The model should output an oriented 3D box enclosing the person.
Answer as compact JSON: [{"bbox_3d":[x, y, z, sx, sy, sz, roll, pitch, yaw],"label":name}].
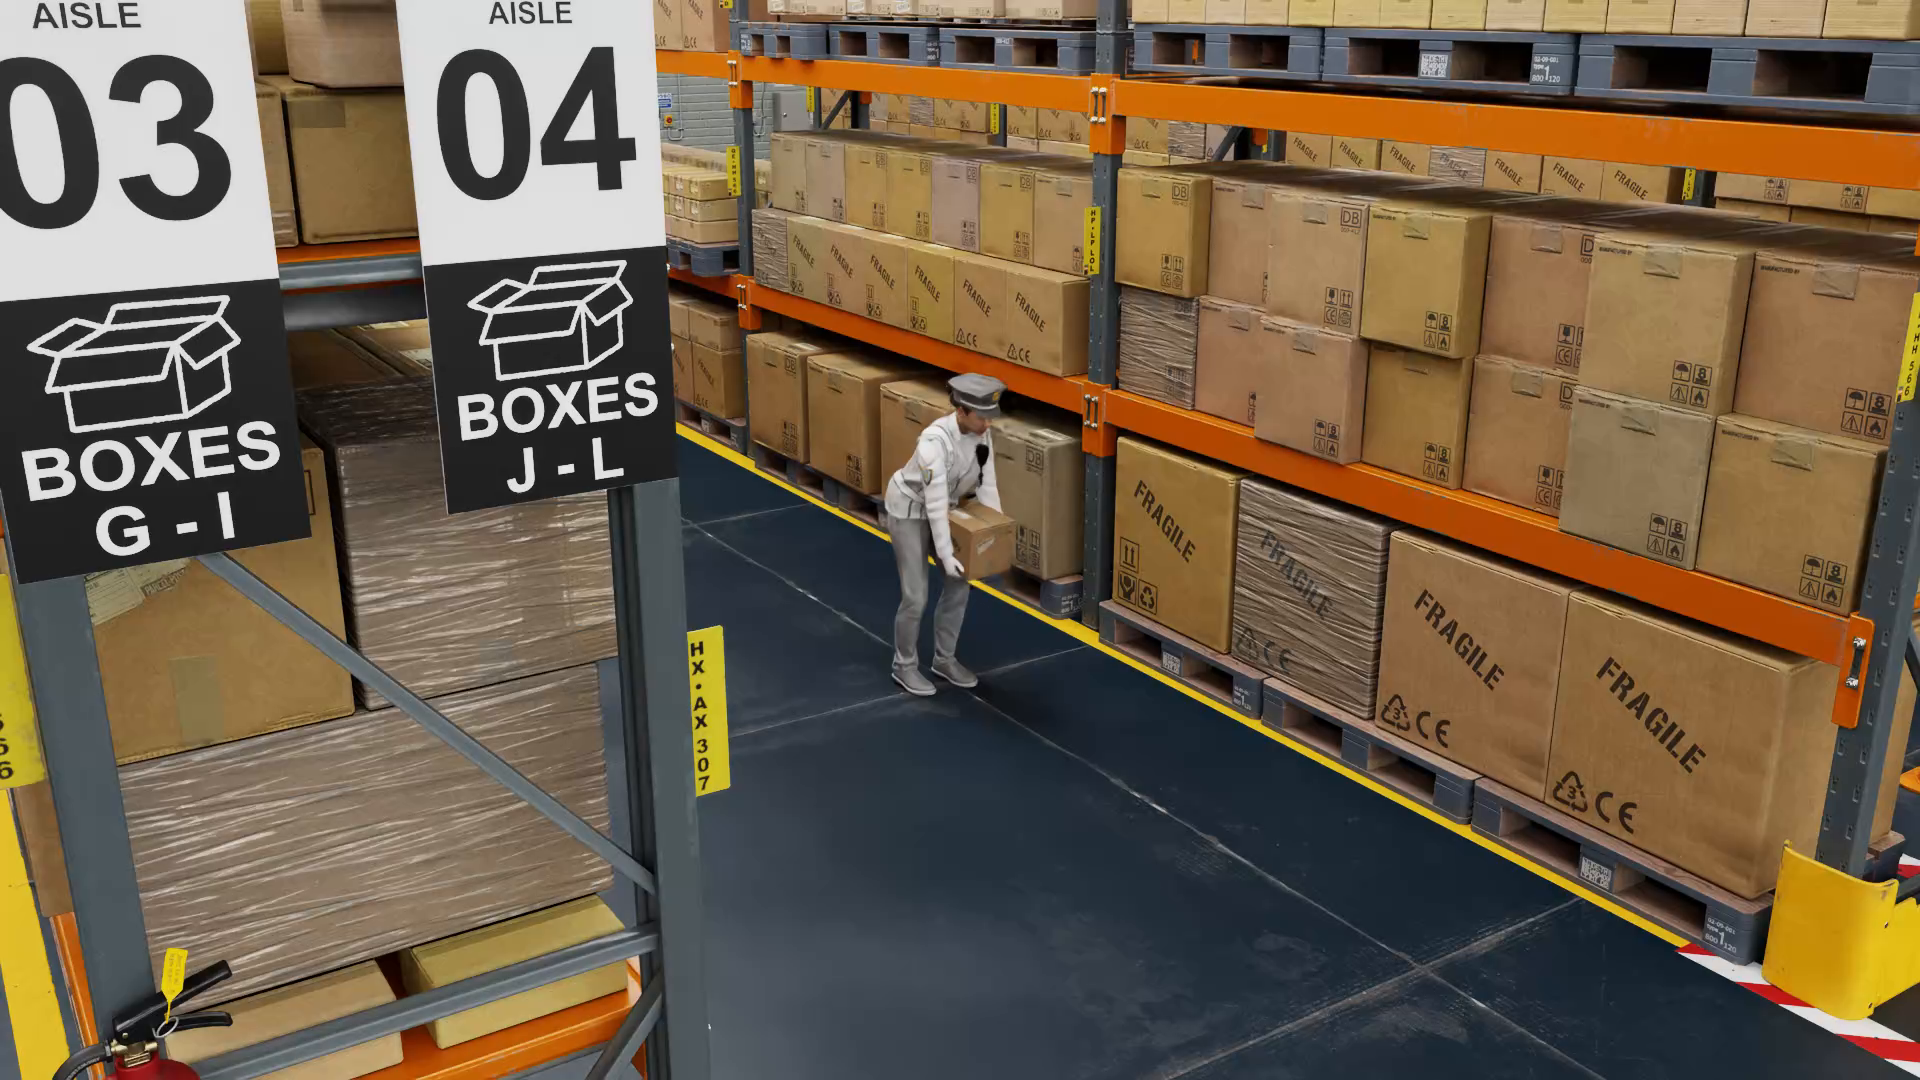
[{"bbox_3d":[-0.055,-0.029,7.813,0.414,1.566,0.633,-15,24,-39],"label":"person"}]
